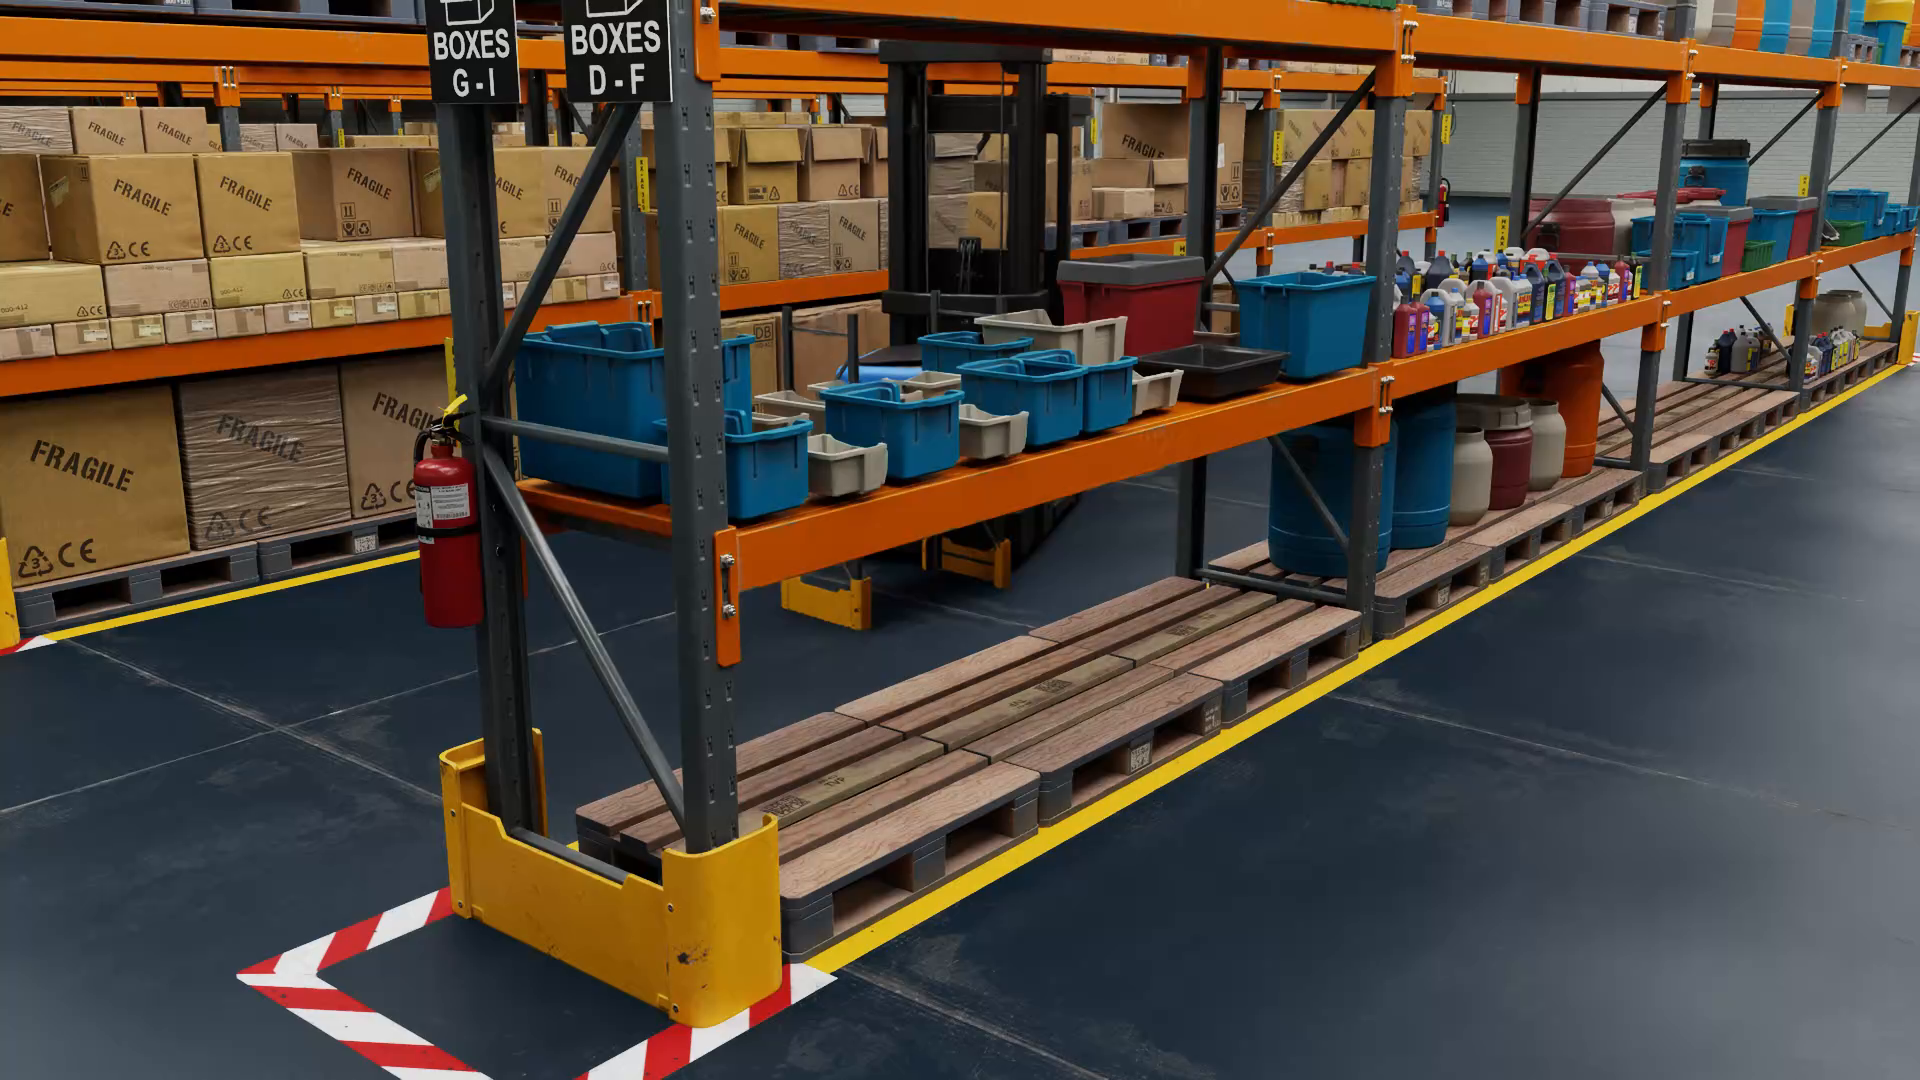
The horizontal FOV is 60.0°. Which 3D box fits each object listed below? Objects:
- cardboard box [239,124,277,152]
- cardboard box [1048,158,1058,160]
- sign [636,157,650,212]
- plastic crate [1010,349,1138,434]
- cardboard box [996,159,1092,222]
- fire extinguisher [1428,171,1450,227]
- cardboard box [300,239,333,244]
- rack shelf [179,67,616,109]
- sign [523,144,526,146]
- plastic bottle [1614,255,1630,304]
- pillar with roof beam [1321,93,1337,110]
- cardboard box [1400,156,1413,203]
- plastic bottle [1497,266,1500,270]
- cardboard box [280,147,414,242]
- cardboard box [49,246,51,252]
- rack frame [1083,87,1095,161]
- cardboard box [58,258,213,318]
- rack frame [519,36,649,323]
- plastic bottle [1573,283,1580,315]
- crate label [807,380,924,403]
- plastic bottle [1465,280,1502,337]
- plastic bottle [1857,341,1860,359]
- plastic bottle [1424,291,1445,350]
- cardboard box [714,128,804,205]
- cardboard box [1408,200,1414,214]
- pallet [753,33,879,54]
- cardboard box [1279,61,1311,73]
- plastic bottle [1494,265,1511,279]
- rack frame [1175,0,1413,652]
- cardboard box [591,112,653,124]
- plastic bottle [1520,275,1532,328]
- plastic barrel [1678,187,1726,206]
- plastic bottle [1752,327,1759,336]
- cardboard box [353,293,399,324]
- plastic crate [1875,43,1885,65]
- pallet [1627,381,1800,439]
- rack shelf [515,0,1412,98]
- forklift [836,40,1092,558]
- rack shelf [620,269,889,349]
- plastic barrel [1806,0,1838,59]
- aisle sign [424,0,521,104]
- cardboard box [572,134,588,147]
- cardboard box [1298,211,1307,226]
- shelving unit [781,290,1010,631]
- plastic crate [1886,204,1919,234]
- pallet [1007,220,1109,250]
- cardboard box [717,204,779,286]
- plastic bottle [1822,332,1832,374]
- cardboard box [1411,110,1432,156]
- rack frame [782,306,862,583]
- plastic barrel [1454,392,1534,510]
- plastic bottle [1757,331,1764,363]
[{"bbox_3d":[-8.002,-4.392,18.587,0.500,0.500,0.500,12,18,39],"label":"cardboard box"},{"bbox_3d":[0.850,-4.770,22.001,0.875,0.550,0.550,11,18,38],"label":"cardboard box"},{"bbox_3d":[-1.938,-2.171,10.158,0.100,0.325,0.005,11,18,38],"label":"sign"},{"bbox_3d":[0.395,-0.520,5.796,0.416,0.233,0.300,11,18,38],"label":"plastic crate"},{"bbox_3d":[0.725,-3.049,14.476,0.500,0.500,0.700,-13,19,-41],"label":"cardboard box"},{"bbox_3d":[5.602,-4.010,19.473,0.296,0.674,0.183,11,18,38],"label":"fire extinguisher"},{"bbox_3d":[-3.823,-1.533,9.266,0.500,0.250,0.500,11,18,38],"label":"cardboard box"},{"bbox_3d":[-4.908,-4.074,14.936,1.077,0.370,4.000,11,18,38],"label":"rack shelf"},{"bbox_3d":[-2.799,-2.404,10.802,0.100,0.325,0.005,11,18,38],"label":"sign"},{"bbox_3d":[3.928,-1.554,9.885,0.061,0.283,0.133,11,18,38],"label":"plastic bottle"},{"bbox_3d":[14.665,-14.391,47.994,9.100,9.000,0.400,11,18,38],"label":"pillar with roof beam"},{"bbox_3d":[4.583,-4.074,18.761,0.875,0.500,0.500,11,18,38],"label":"cardboard box"},{"bbox_3d":[3.317,-1.633,10.360,0.097,0.201,0.097,0,14,0],"label":"plastic bottle"},{"bbox_3d":[-3.510,-1.988,9.534,0.500,0.500,0.500,11,18,36],"label":"cardboard box"},{"bbox_3d":[-6.984,-2.122,12.394,0.380,0.149,0.250,11,18,37],"label":"cardboard box"},{"bbox_3d":[1.377,-4.884,22.755,1.000,3.000,0.127,11,18,38],"label":"rack frame"},{"bbox_3d":[-4.052,-1.255,8.171,0.500,0.250,0.500,11,18,37],"label":"cardboard box"},{"bbox_3d":[-2.371,-1.799,10.611,1.000,3.000,0.127,11,18,38],"label":"rack frame"},{"bbox_3d":[3.413,-1.365,9.306,0.097,0.201,0.097,0,14,0],"label":"plastic bottle"},{"bbox_3d":[-0.311,-0.462,5.763,0.396,0.136,0.243,11,18,38],"label":"crate label"},{"bbox_3d":[2.651,-1.179,8.424,0.152,0.276,0.135,11,18,38],"label":"plastic bottle"},{"bbox_3d":[8.210,-1.768,15.279,0.097,0.201,0.097,0,14,0],"label":"plastic bottle"},{"bbox_3d":[2.247,-1.043,7.898,0.097,0.271,0.097,0,14,0],"label":"plastic bottle"},{"bbox_3d":[-1.535,-2.587,11.472,0.797,0.503,0.637,12,18,38],"label":"cardboard box"},{"bbox_3d":[4.995,-3.841,19.160,0.380,0.149,0.250,11,18,38],"label":"cardboard box"},{"bbox_3d":[-0.921,-3.581,11.918,1.003,0.211,1.213,12,19,40],"label":"pallet"},{"bbox_3d":[3.139,-4.758,16.474,0.500,0.250,0.500,10,18,35],"label":"cardboard box"},{"bbox_3d":[3.290,-1.565,10.094,0.097,0.201,0.097,0,14,0],"label":"plastic bottle"},{"bbox_3d":[1.482,-1.032,7.594,1.000,3.000,0.127,11,18,38],"label":"rack frame"},{"bbox_3d":[-4.606,-5.592,22.706,0.700,0.500,0.500,11,18,37],"label":"cardboard box"},{"bbox_3d":[2.952,-1.258,8.744,0.097,0.271,0.097,0,14,0],"label":"plastic bottle"},{"bbox_3d":[5.738,-2.481,13.021,0.433,0.535,0.433,0,14,0],"label":"plastic barrel"},{"bbox_3d":[7.364,-1.837,15.411,0.097,0.271,0.097,0,14,0],"label":"plastic bottle"},{"bbox_3d":[-3.276,-1.273,9.052,0.380,0.149,0.250,12,18,38],"label":"cardboard box"},{"bbox_3d":[7.713,-4.175,14.305,0.336,0.188,0.450,11,18,38],"label":"plastic crate"},{"bbox_3d":[6.046,-1.056,13.353,1.003,0.211,1.213,11,18,38],"label":"pallet"},{"bbox_3d":[0.225,-1.754,5.806,1.077,0.370,4.000,11,18,38],"label":"rack shelf"},{"bbox_3d":[0.173,-1.640,10.124,1.130,2.935,3.031,4,15,14],"label":"forklift"},{"bbox_3d":[-1.114,-1.833,12.207,1.077,0.370,4.000,11,18,38],"label":"rack shelf"},{"bbox_3d":[6.359,-4.130,12.678,0.600,0.901,0.708,11,18,38],"label":"plastic barrel"},{"bbox_3d":[-1.305,-1.558,4.383,0.394,0.787,0.004,11,18,38],"label":"aisle sign"},{"bbox_3d":[-5.163,-5.137,22.090,0.500,0.500,0.500,11,18,37],"label":"cardboard box"},{"bbox_3d":[3.329,-3.302,17.038,0.380,0.149,0.250,11,18,38],"label":"cardboard box"},{"bbox_3d":[-0.314,-0.436,8.295,0.587,1.500,1.083,13,19,42],"label":"shelving unit"},{"bbox_3d":[8.942,-3.116,16.099,0.499,0.251,0.616,11,18,38],"label":"plastic crate"},{"bbox_3d":[0.508,-2.625,14.252,1.213,0.211,1.003,11,18,38],"label":"pallet"},{"bbox_3d":[-1.572,-1.993,11.173,0.500,0.500,0.500,11,18,38],"label":"cardboard box"},{"bbox_3d":[7.458,-1.620,14.395,0.144,0.351,0.185,10,18,35],"label":"plastic bottle"},{"bbox_3d":[5.018,-4.630,18.920,0.500,0.500,0.500,11,18,38],"label":"cardboard box"},{"bbox_3d":[-0.657,-0.347,7.943,0.500,1.500,0.032,13,19,42],"label":"rack frame"},{"bbox_3d":[2.992,-0.520,9.624,0.600,0.588,0.708,11,18,38],"label":"plastic barrel"},{"bbox_3d":[7.202,-1.742,15.010,0.061,0.283,0.133,11,18,38],"label":"plastic bottle"}]
